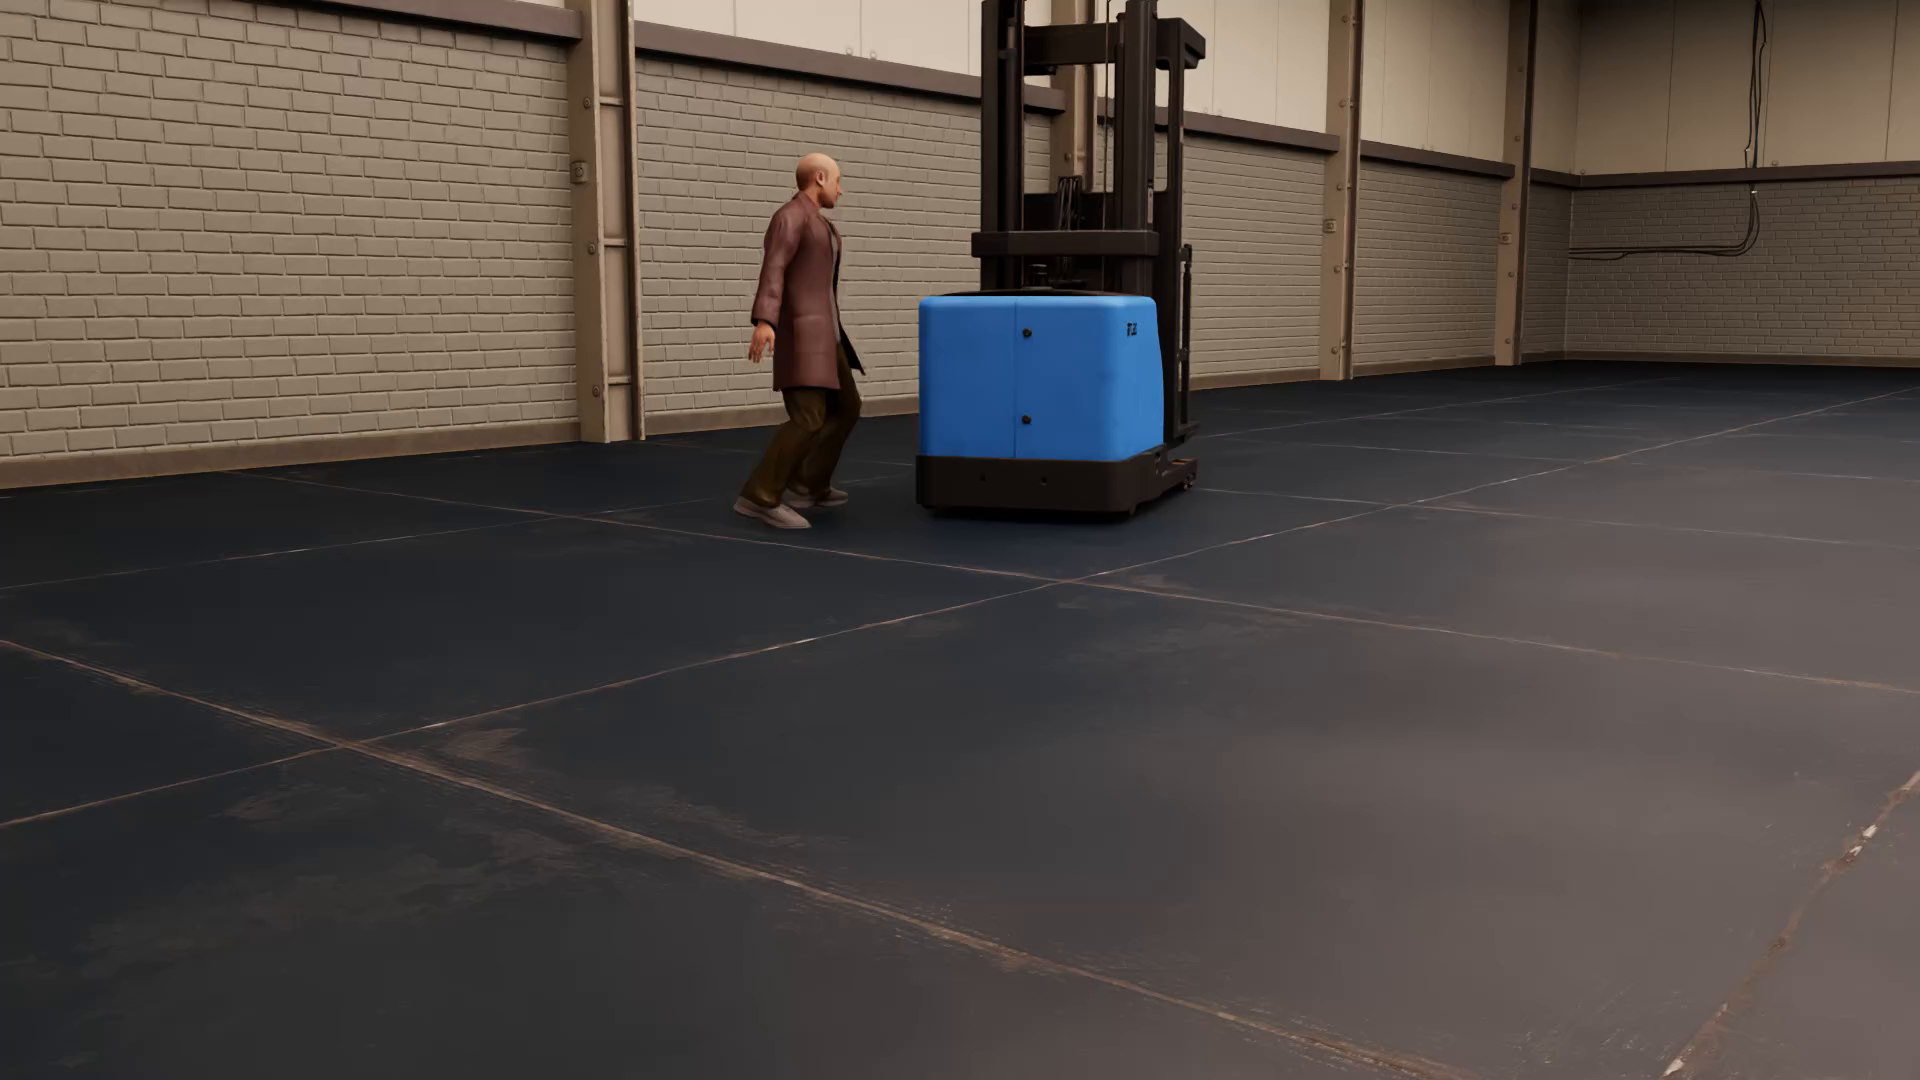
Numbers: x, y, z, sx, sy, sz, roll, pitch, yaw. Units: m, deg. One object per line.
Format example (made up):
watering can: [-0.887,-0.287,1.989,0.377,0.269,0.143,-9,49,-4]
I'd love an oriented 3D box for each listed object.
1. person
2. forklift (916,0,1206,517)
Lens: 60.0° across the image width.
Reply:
person: [-0.770,-0.936,7.841,0.557,1.749,0.934,2,8,11]
forklift: [0.720,-1.737,9.152,1.130,2.935,3.031,3,9,18]
